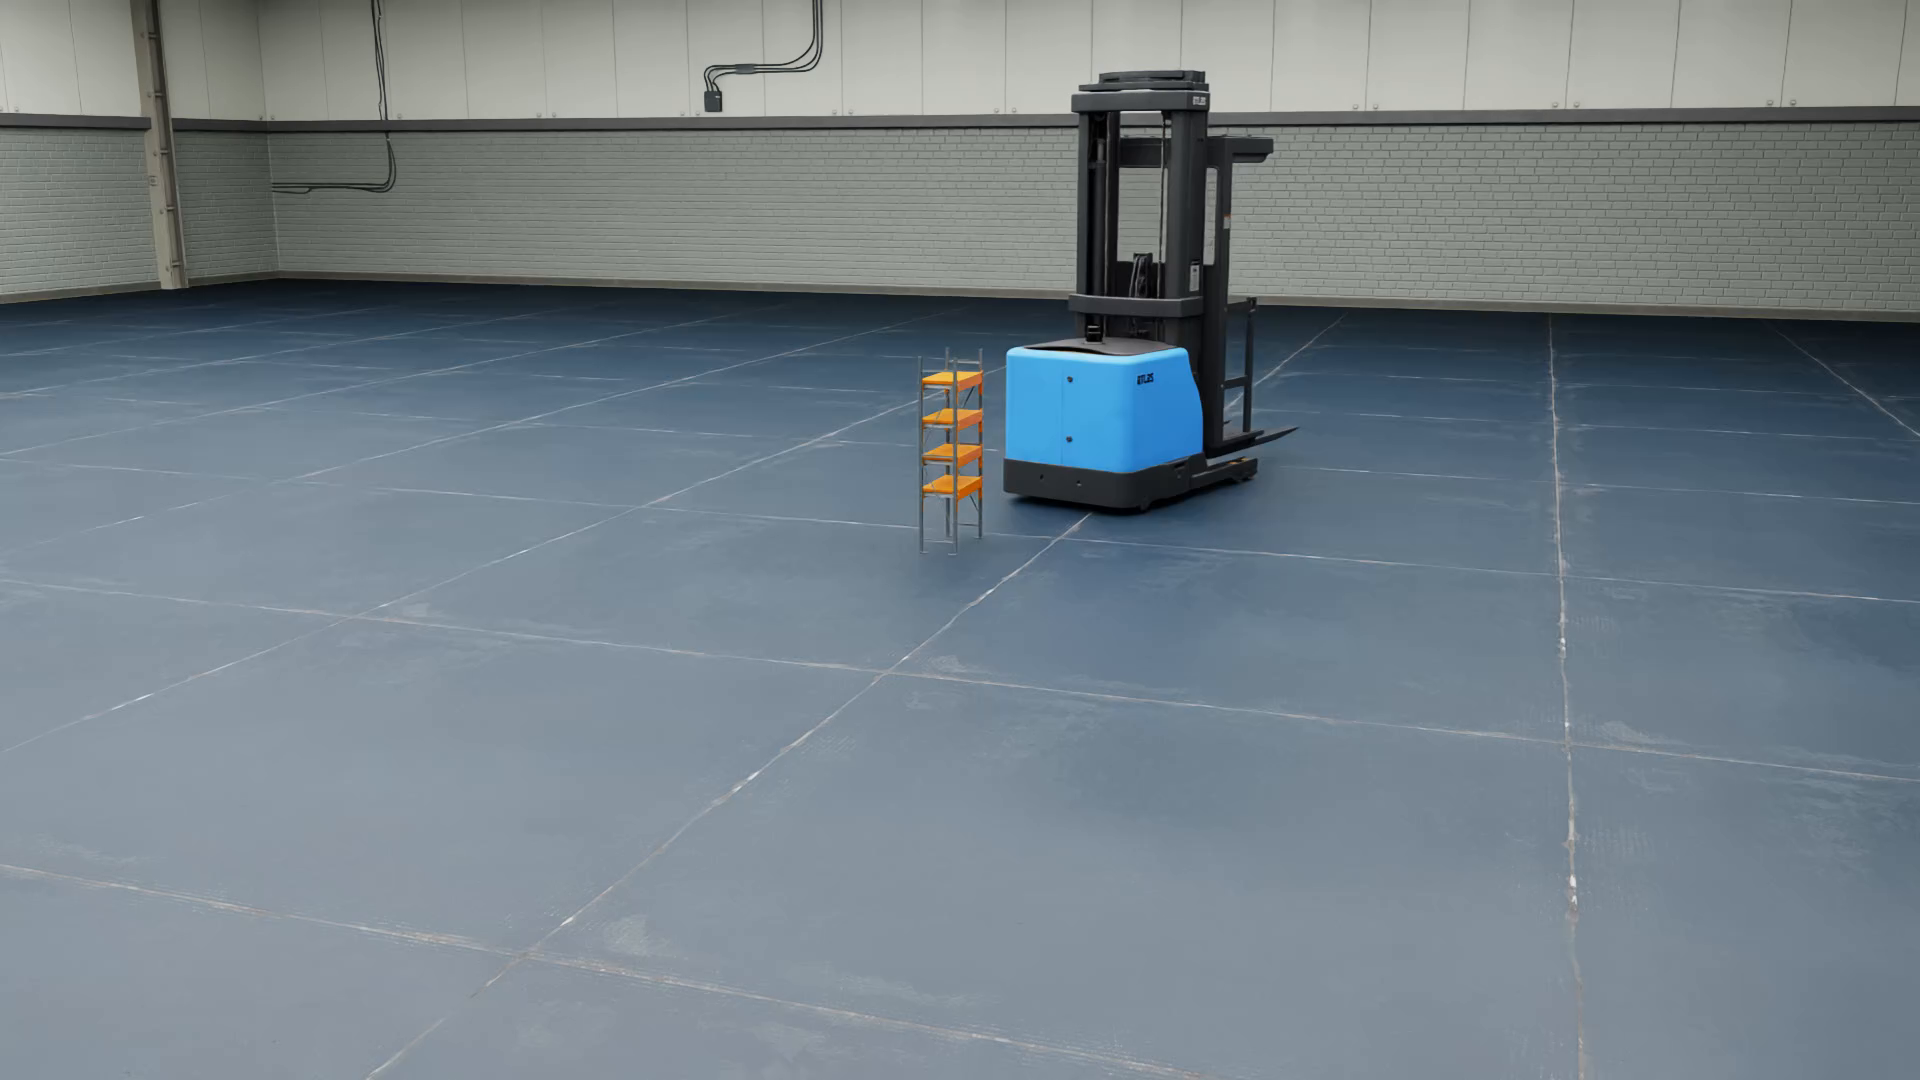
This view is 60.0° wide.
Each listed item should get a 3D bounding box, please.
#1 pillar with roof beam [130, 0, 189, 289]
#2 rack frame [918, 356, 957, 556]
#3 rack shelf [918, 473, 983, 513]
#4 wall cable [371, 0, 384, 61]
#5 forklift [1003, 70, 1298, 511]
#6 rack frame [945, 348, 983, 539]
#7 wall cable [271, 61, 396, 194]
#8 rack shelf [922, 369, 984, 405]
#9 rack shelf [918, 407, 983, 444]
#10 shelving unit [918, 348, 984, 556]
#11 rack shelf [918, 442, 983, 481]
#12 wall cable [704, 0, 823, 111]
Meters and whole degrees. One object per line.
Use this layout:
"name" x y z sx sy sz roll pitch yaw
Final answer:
"pillar with roof beam" -10.616 -8.781 28.739 9.100 9.000 0.400 4 14 18
"rack frame" -0.132 -0.499 9.977 0.240 1.200 0.015 4 14 18
"rack shelf" -0.054 -0.291 10.261 0.258 0.148 0.480 4 14 18
"wall cable" -9.925 -10.370 31.327 3.097 2.526 0.112 4 14 18
"forklift" 1.581 -1.901 12.232 1.130 2.935 3.031 9 16 35
"rack frame" 0.025 -0.601 10.427 0.240 1.200 0.015 4 14 18
"wall cable" -12.485 -8.103 32.743 3.097 2.526 0.112 4 14 18
"rack shelf" -0.054 -0.933 10.114 0.258 0.148 0.480 4 14 18
"rack shelf" -0.054 -0.703 10.167 0.258 0.148 0.480 4 14 18
"shelving unit" -0.054 -0.550 10.202 0.258 1.200 0.503 4 14 18
"rack shelf" -0.054 -0.485 10.217 0.258 0.148 0.480 4 14 18
"wall cable" -3.507 -10.588 29.010 2.305 6.003 0.169 4 14 18
